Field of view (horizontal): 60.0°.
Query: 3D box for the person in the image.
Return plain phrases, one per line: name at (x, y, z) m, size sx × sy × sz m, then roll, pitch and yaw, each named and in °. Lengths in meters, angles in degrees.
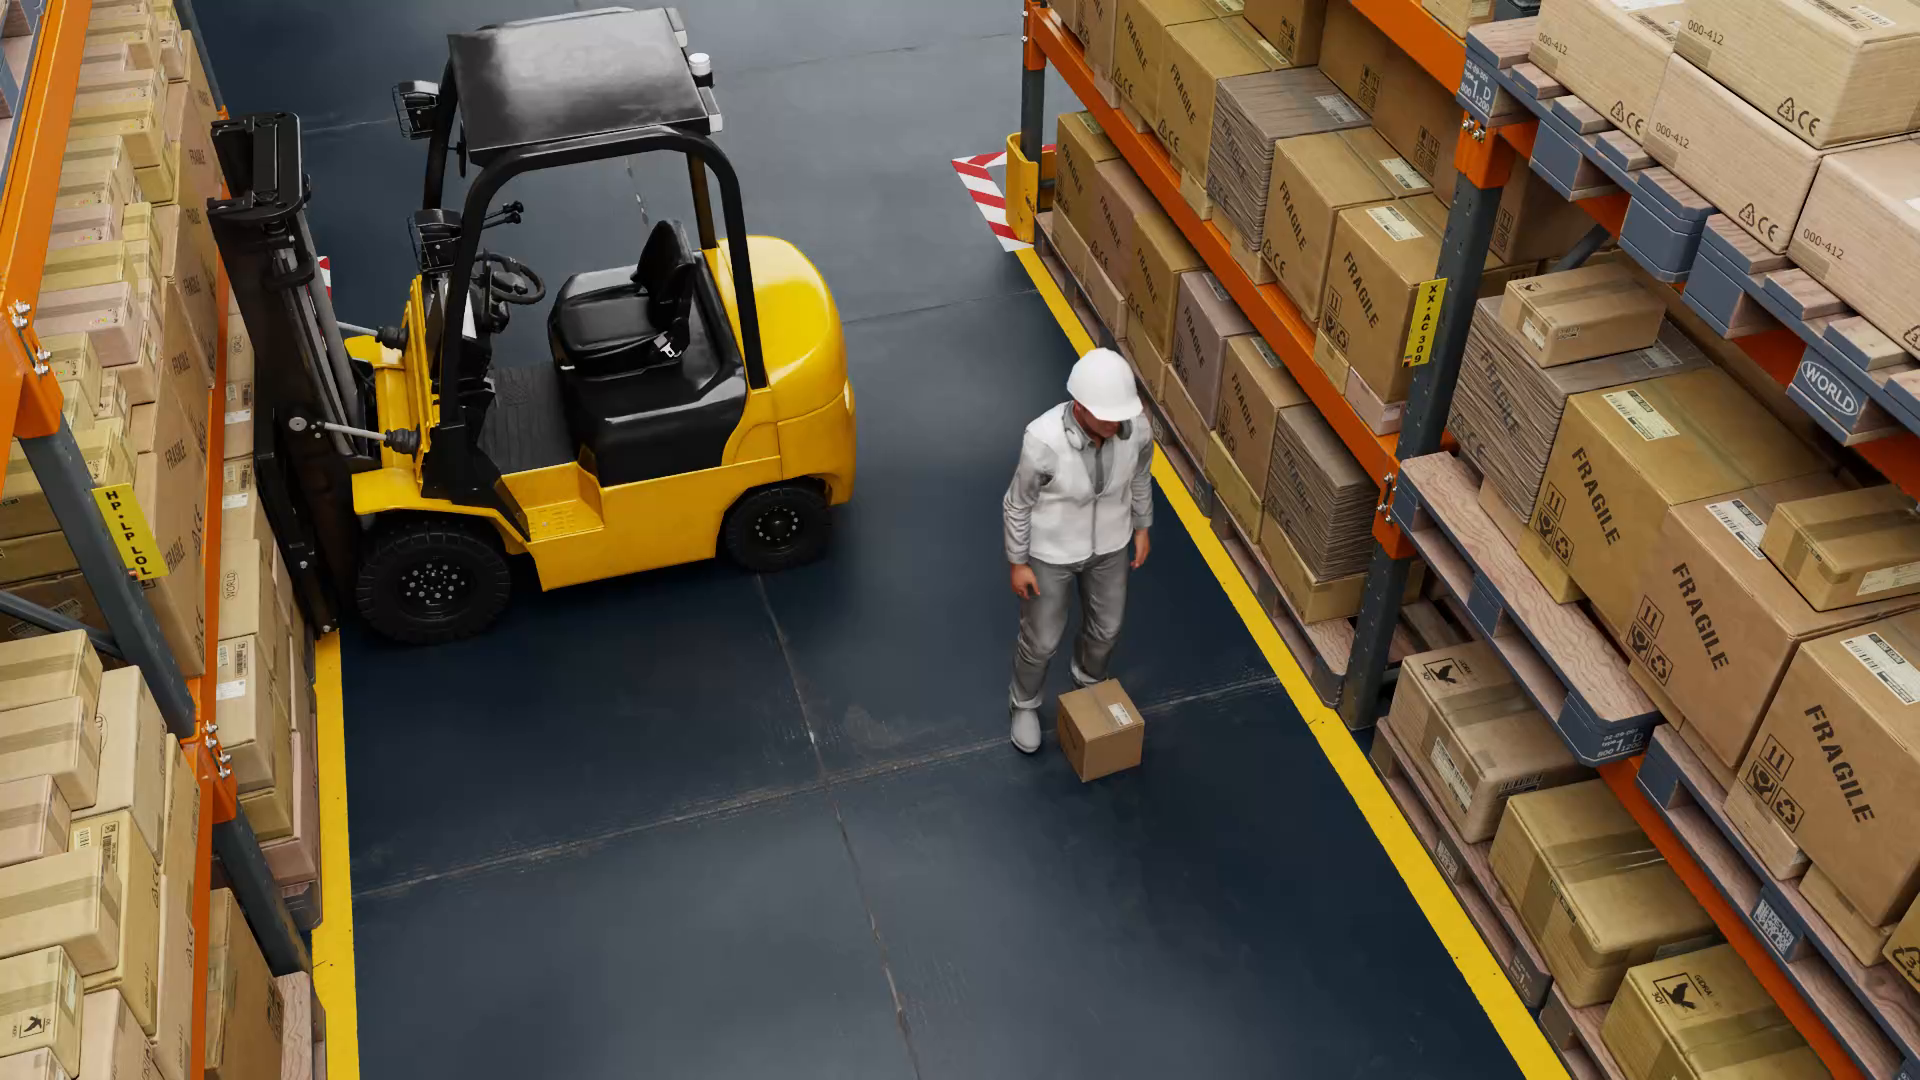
person at (0.438, 0.017, 6.121) m, size 0.588 × 1.771 × 0.465 m, roll -15°, pitch 44°, yaw -16°
